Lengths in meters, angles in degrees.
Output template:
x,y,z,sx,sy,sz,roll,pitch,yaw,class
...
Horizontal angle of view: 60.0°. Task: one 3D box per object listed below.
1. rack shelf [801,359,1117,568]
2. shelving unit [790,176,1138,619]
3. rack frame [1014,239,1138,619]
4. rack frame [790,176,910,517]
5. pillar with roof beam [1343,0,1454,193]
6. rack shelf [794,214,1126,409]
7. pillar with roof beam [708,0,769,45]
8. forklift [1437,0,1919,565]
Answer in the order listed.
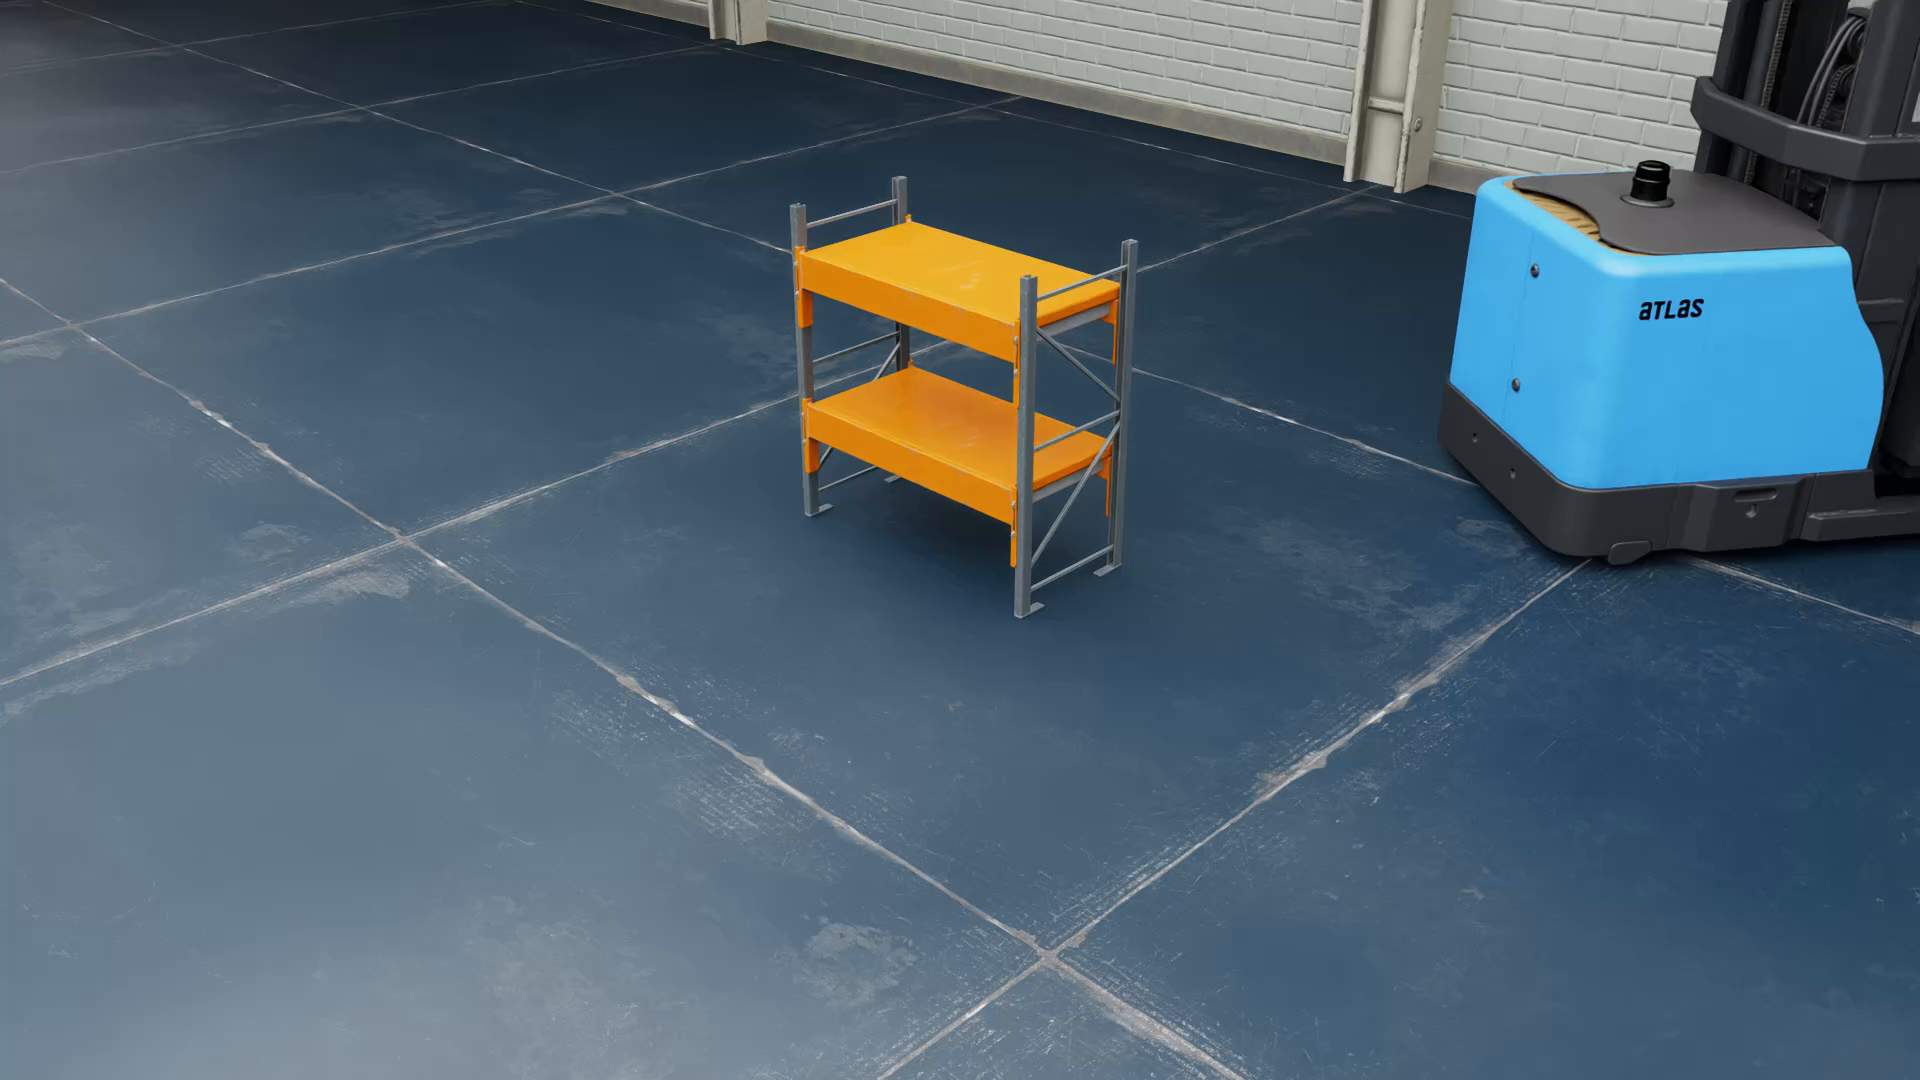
x,y,z,sx,sy,sz,roll,pitch,yaw,class
-0.005,-0.284,5.606,1.000,0.278,0.538,25,36,38,rack shelf
-0.005,-0.500,5.492,1.048,1.125,0.538,25,36,38,shelving unit
0.358,-0.334,5.177,0.032,1.125,0.500,25,36,38,rack frame
-0.367,-0.666,5.808,0.032,1.125,0.500,25,36,38,rack frame
-0.522,-4.654,4.932,0.400,9.000,9.100,25,36,38,pillar with roof beam
-0.005,-0.759,5.356,1.000,0.278,0.538,25,36,38,rack shelf
-4.800,-6.612,8.655,0.400,9.000,9.100,25,36,38,pillar with roof beam
3.378,-1.526,5.503,3.031,2.935,1.130,-4,28,-8,forklift
